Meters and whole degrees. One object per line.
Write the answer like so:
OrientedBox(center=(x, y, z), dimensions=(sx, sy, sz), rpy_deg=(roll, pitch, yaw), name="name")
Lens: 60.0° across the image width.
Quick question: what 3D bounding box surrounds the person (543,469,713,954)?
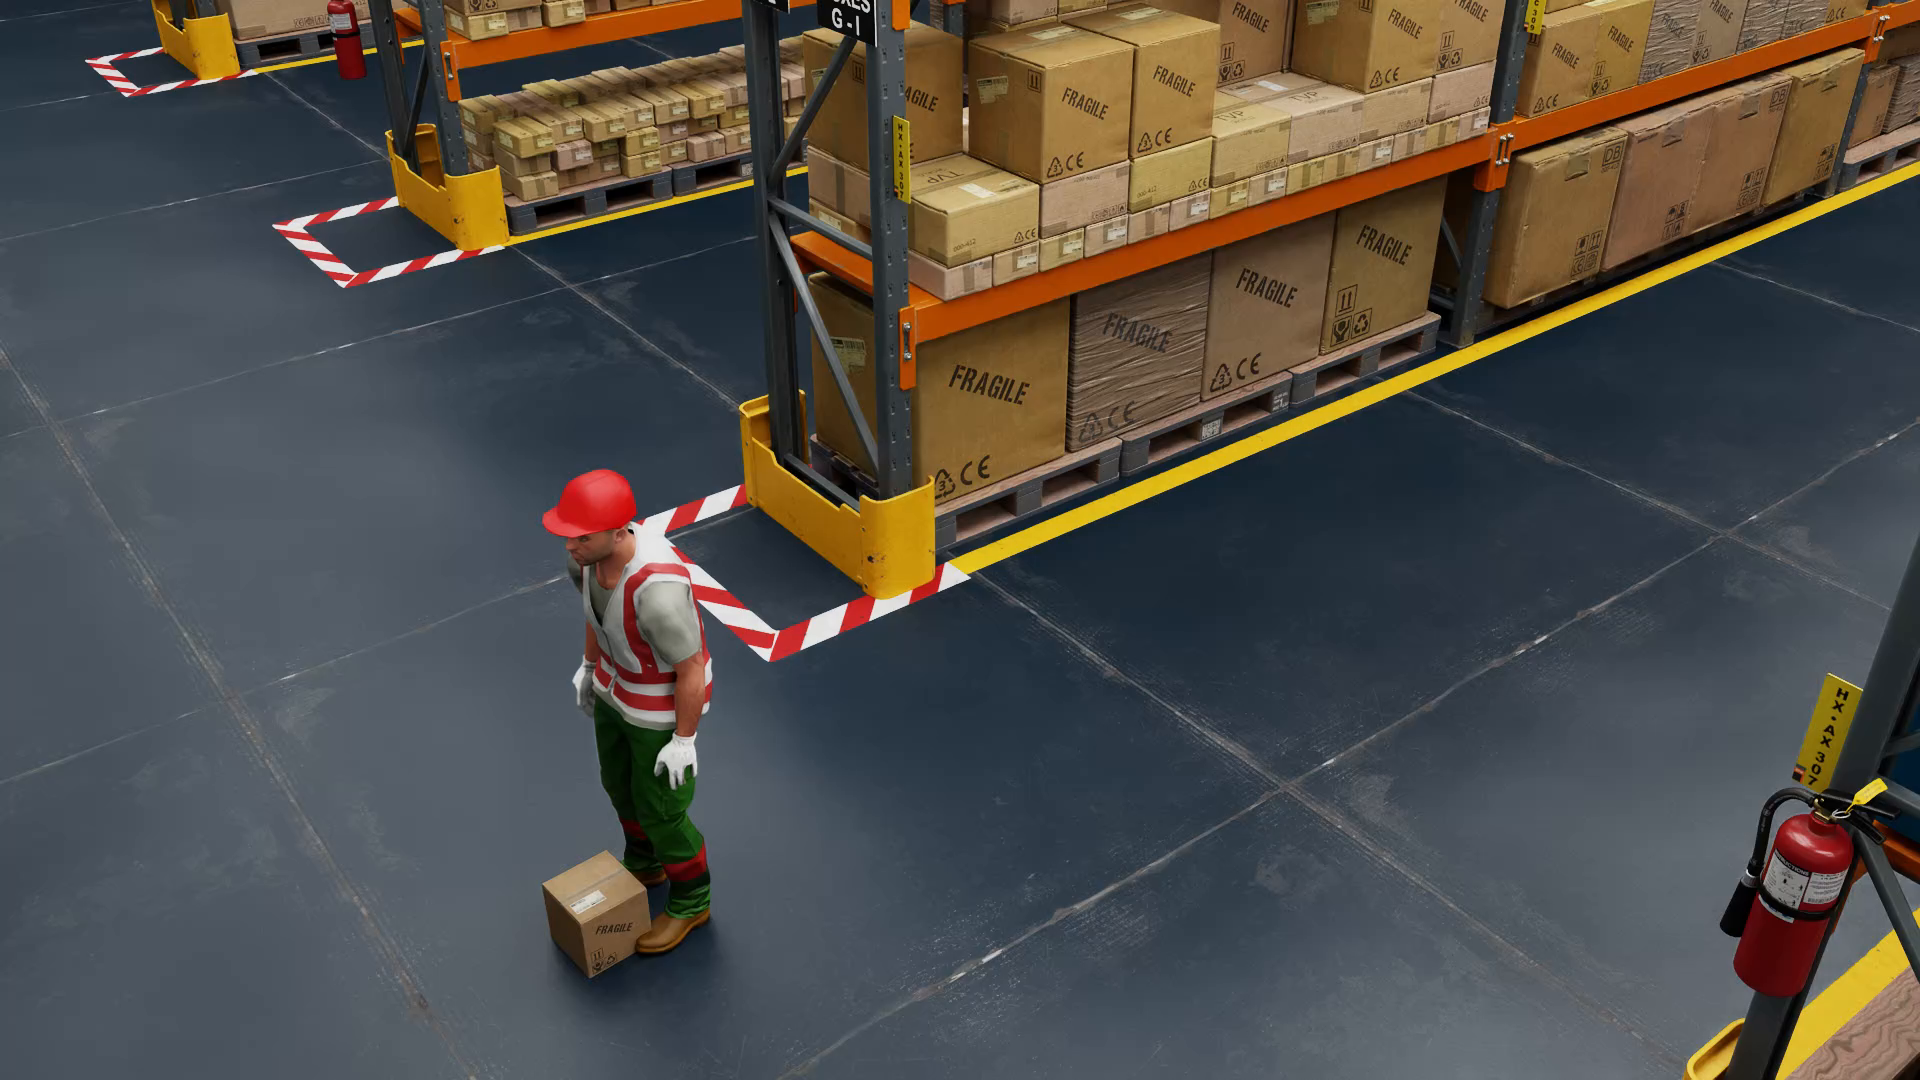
OrientedBox(center=(-1.024, 0.533, 5.266), dimensions=(0.453, 1.778, 0.615), rpy_deg=(-25, 40, -34), name="person")
